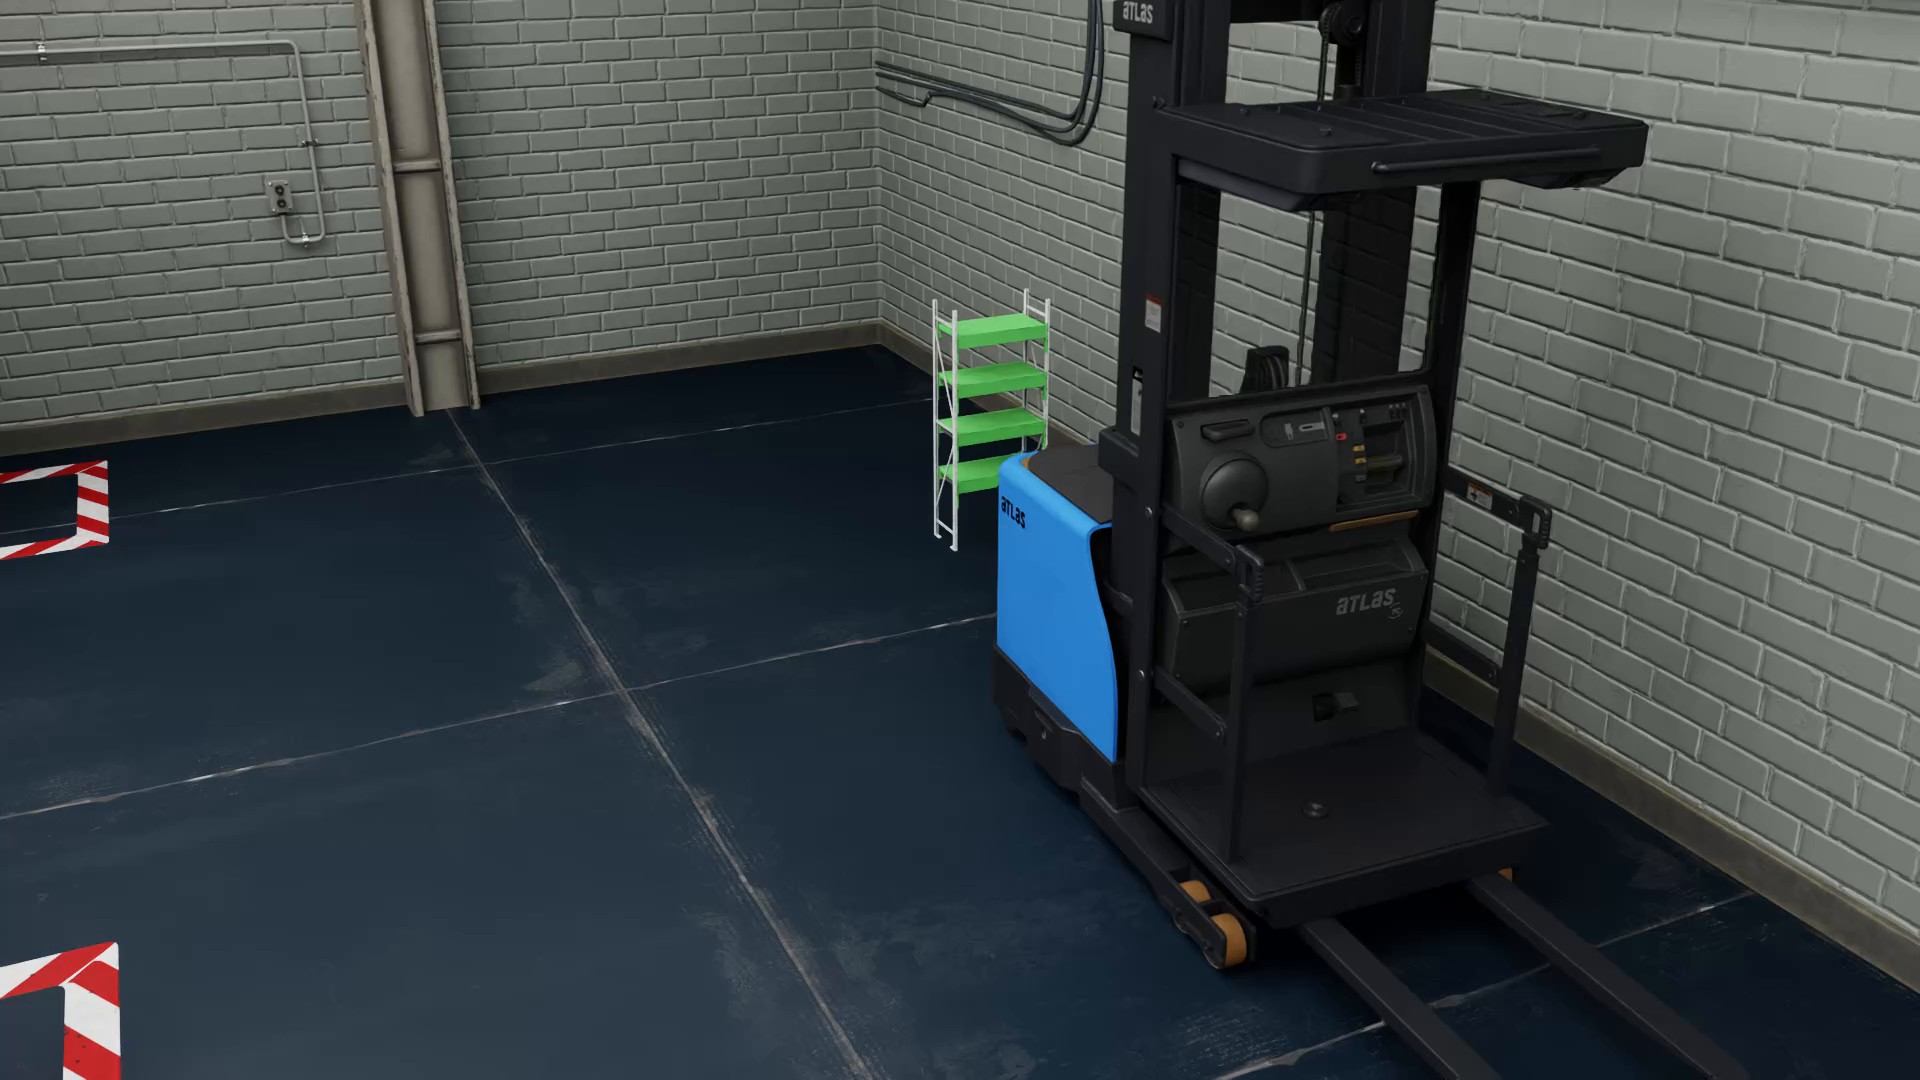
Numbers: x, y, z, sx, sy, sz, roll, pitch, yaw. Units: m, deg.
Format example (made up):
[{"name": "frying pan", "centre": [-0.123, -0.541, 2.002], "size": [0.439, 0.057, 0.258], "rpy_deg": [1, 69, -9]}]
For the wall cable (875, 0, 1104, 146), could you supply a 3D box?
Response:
[{"name": "wall cable", "centre": [0.012, -3.622, 9.293], "size": [0.112, 2.526, 3.097], "rpy_deg": [-10, 25, -24]}]

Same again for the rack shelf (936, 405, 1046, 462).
[{"name": "rack shelf", "centre": [0.149, -0.523, 8.111], "size": [0.480, 0.148, 0.258], "rpy_deg": [-10, 25, -24]}]

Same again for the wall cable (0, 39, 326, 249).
[{"name": "wall cable", "centre": [-4.496, -2.477, 8.984], "size": [1.851, 1.984, 0.084], "rpy_deg": [-10, 25, -24]}]

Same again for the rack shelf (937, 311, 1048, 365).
[{"name": "rack shelf", "centre": [0.149, -0.966, 7.928], "size": [0.480, 0.148, 0.258], "rpy_deg": [-10, 25, -24]}]

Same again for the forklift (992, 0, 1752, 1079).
[{"name": "forklift", "centre": [1.159, -0.228, 4.969], "size": [1.130, 2.935, 3.031], "rpy_deg": [-9, 24, -21]}]

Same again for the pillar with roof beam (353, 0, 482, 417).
[{"name": "pillar with roof beam", "centre": [-1.315, -3.504, 4.948], "size": [0.400, 9.000, 9.100], "rpy_deg": [-10, 25, -24]}]

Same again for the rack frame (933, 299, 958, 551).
[{"name": "rack frame", "centre": [-0.071, -0.541, 7.989], "size": [0.015, 1.200, 0.240], "rpy_deg": [-10, 25, -24]}]

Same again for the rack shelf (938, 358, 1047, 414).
[{"name": "rack shelf", "centre": [0.149, -0.745, 8.019], "size": [0.480, 0.148, 0.258], "rpy_deg": [-10, 25, -24]}]

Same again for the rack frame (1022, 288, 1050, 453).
[{"name": "rack frame", "centre": [0.369, -0.622, 8.185], "size": [0.015, 1.200, 0.240], "rpy_deg": [-10, 25, -24]}]

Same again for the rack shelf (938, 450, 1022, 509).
[{"name": "rack shelf", "centre": [0.149, -0.301, 8.203], "size": [0.480, 0.148, 0.258], "rpy_deg": [-10, 25, -24]}]

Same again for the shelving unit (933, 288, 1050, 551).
[{"name": "shelving unit", "centre": [0.149, -0.582, 8.087], "size": [0.503, 1.200, 0.258], "rpy_deg": [-10, 25, -24]}]
